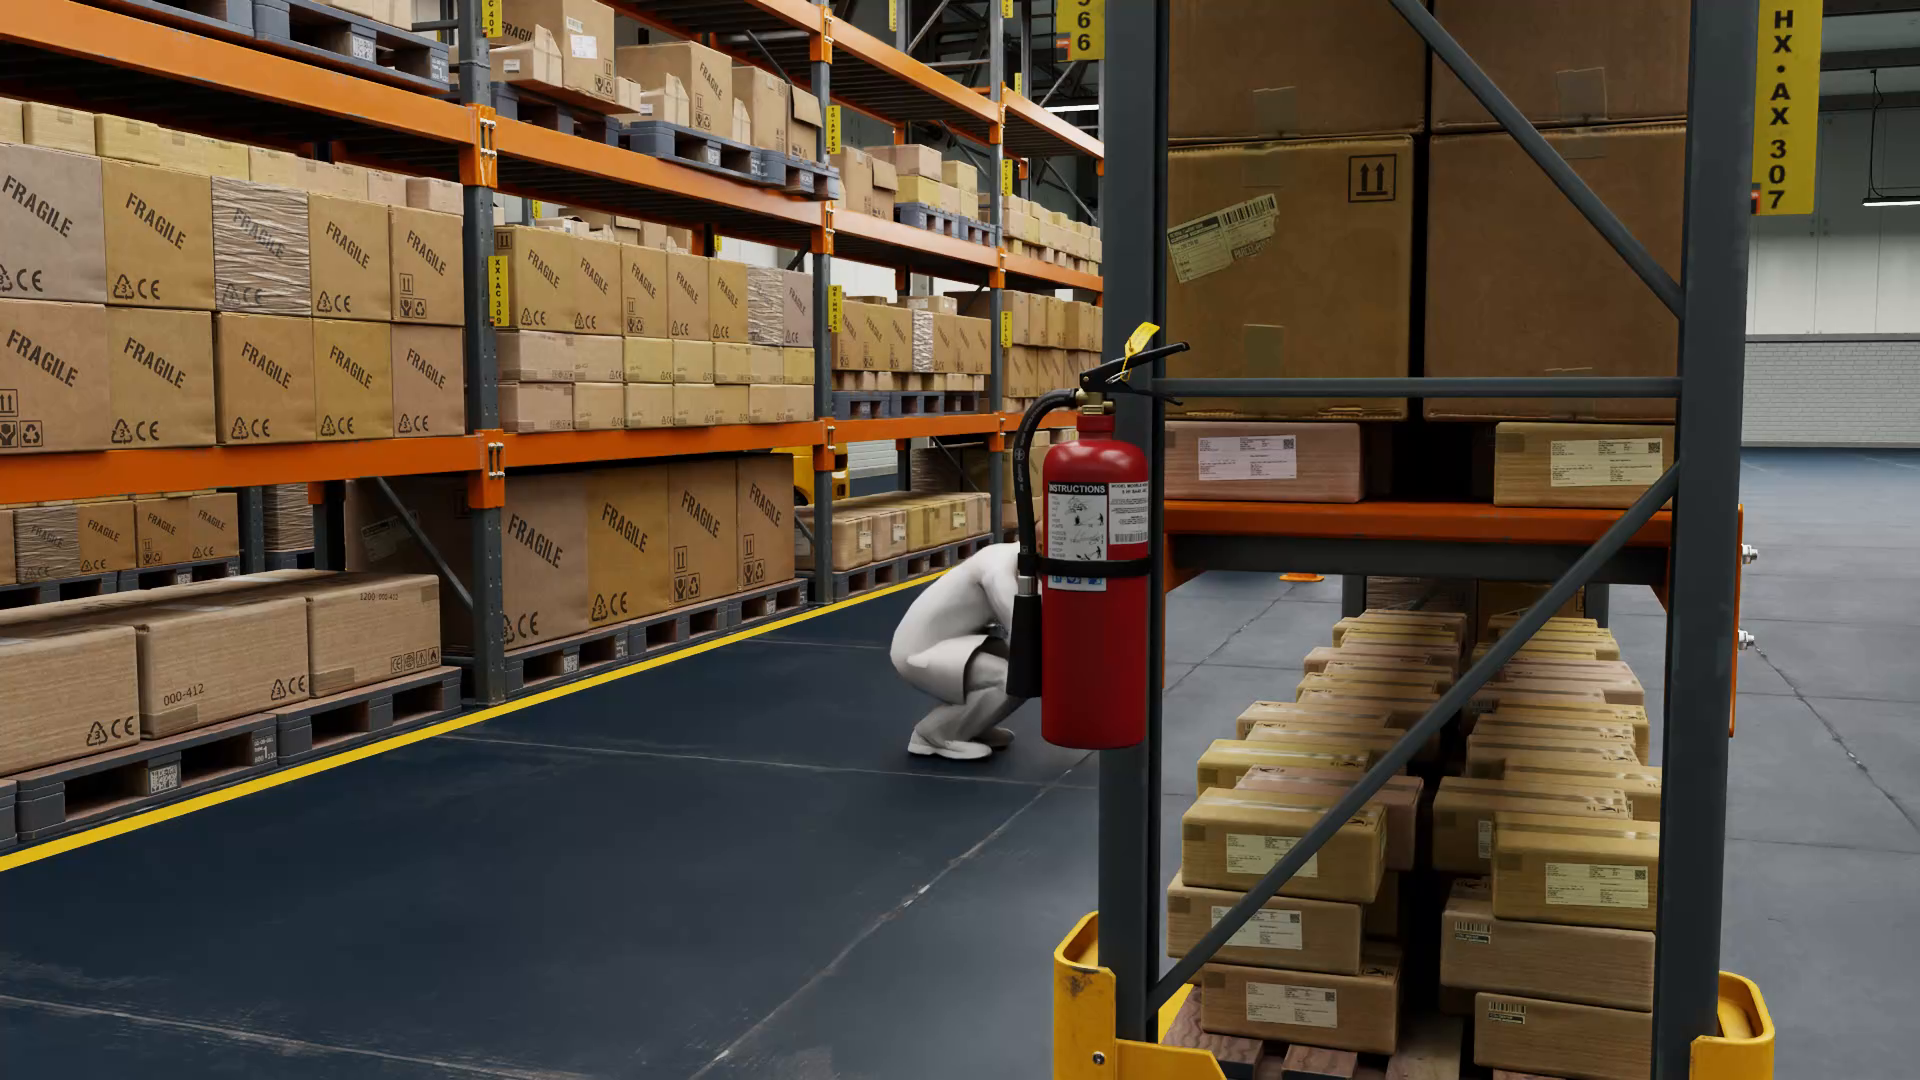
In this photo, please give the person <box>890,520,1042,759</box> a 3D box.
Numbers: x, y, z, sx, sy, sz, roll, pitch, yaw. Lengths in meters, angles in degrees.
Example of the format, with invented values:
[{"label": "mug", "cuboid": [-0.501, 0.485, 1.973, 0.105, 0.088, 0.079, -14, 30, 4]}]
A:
[{"label": "person", "cuboid": [0.164, 0.397, 6.900, 0.922, 1.001, 0.589, 2, 5, 18]}]
